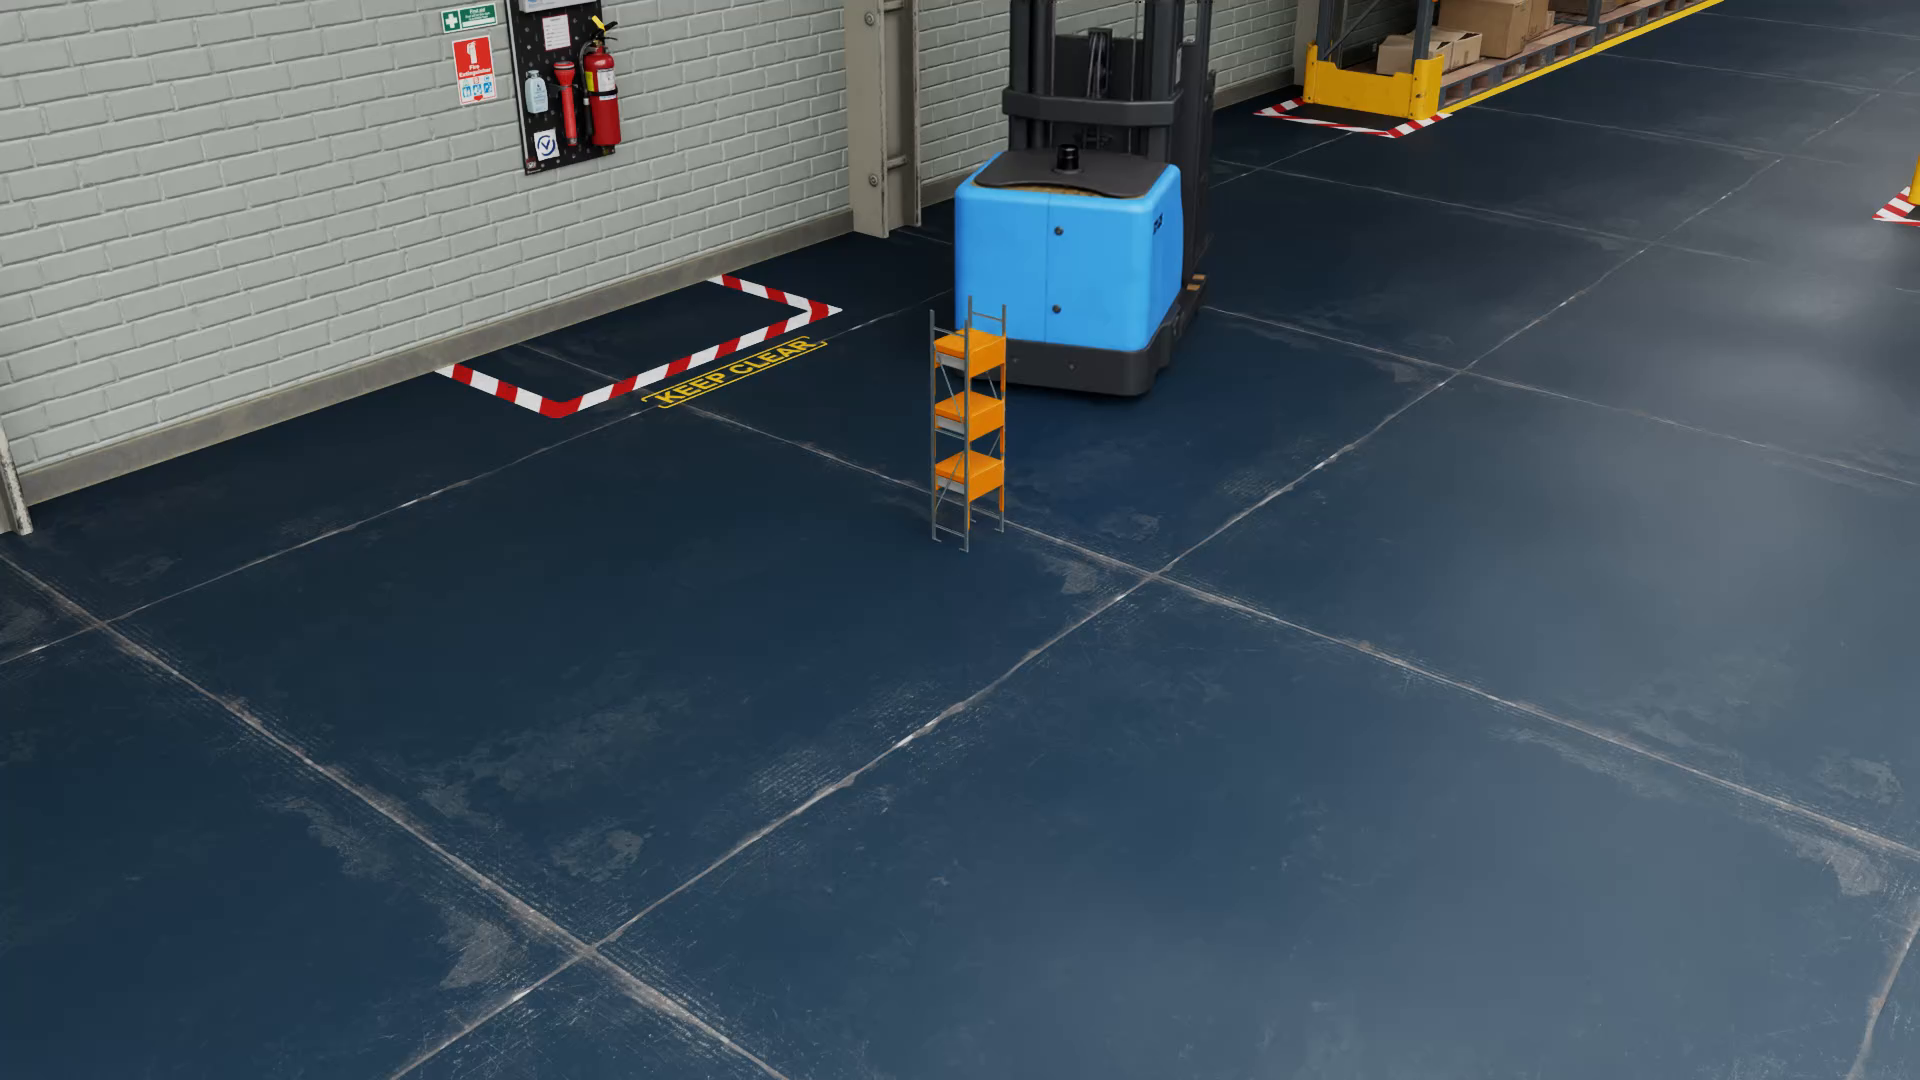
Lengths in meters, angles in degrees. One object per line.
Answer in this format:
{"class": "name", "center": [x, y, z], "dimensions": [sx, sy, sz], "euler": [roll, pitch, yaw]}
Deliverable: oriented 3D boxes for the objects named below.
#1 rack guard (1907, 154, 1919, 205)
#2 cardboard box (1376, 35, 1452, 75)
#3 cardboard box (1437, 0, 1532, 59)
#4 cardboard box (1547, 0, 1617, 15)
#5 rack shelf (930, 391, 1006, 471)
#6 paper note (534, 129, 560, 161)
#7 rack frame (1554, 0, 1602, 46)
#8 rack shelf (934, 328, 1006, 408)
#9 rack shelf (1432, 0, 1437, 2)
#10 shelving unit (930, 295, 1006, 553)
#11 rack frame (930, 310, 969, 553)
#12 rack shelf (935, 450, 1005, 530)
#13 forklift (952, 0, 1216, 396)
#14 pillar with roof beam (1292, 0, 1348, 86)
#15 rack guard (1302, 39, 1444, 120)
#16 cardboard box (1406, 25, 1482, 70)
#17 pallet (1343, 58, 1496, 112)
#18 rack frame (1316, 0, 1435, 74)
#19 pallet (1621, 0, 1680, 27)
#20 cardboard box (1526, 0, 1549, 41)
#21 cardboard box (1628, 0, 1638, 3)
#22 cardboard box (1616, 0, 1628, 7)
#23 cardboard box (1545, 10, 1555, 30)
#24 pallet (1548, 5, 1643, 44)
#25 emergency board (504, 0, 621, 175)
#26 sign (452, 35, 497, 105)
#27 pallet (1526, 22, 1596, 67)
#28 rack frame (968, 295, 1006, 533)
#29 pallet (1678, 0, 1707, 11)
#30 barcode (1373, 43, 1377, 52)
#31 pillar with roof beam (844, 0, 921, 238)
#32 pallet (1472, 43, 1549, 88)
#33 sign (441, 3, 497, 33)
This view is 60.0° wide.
{"class": "rack guard", "center": [7.343, -2.534, 11.605], "dimensions": [1.175, 0.500, 0.348], "euler": [21, 34, 34]}
{"class": "cardboard box", "center": [4.043, -4.320, 14.783], "dimensions": [0.500, 0.311, 0.500], "euler": [17, 32, 29]}
{"class": "cardboard box", "center": [4.910, -4.851, 15.605], "dimensions": [0.700, 0.500, 0.500], "euler": [18, 33, 31]}
{"class": "cardboard box", "center": [6.533, -5.869, 17.572], "dimensions": [0.700, 0.500, 0.500], "euler": [22, 35, 36]}
{"class": "rack shelf", "center": [0.034, -0.476, 7.050], "dimensions": [0.215, 0.259, 0.240], "euler": [21, 34, 34]}
{"class": "paper note", "center": [-2.273, -2.174, 9.147], "dimensions": [0.016, 0.148, 0.142], "euler": [21, 34, 34]}
{"class": "rack frame", "center": [6.077, -6.518, 16.584], "dimensions": [1.000, 3.000, 0.127], "euler": [21, 34, 34]}
{"class": "rack shelf", "center": [0.034, -0.728, 6.920], "dimensions": [0.215, 0.259, 0.240], "euler": [21, 34, 34]}
{"class": "rack shelf", "center": [4.805, -5.489, 15.379], "dimensions": [1.077, 0.370, 4.000], "euler": [21, 34, 34]}
{"class": "shelving unit", "center": [0.034, -0.485, 7.045], "dimensions": [0.215, 1.050, 0.252], "euler": [21, 34, 34]}
{"class": "rack frame", "center": [-0.044, -0.442, 6.962], "dimensions": [0.200, 1.050, 0.008], "euler": [21, 34, 34]}
{"class": "rack shelf", "center": [0.034, -0.229, 7.178], "dimensions": [0.215, 0.259, 0.240], "euler": [21, 34, 34]}
{"class": "forklift", "center": [0.879, -2.698, 9.276], "dimensions": [1.130, 2.935, 3.031], "euler": [8, 28, 15]}
{"class": "pillar with roof beam", "center": [6.633, -7.007, 11.001], "dimensions": [9.100, 9.000, 0.400], "euler": [21, 34, 34]}
{"class": "rack guard", "center": [3.581, -4.016, 14.469], "dimensions": [1.175, 0.500, 0.348], "euler": [21, 34, 34]}
{"class": "cardboard box", "center": [4.405, -4.522, 15.174], "dimensions": [0.500, 0.311, 0.500], "euler": [24, 36, 38]}
{"class": "pallet", "center": [4.125, -4.166, 15.073], "dimensions": [1.003, 0.211, 1.213], "euler": [21, 34, 34]}
{"class": "rack frame", "center": [3.533, -5.100, 13.843], "dimensions": [1.000, 3.000, 0.127], "euler": [21, 34, 34]}
{"class": "pallet", "center": [7.347, -5.990, 18.599], "dimensions": [1.003, 0.211, 1.213], "euler": [21, 34, 34]}
{"class": "cardboard box", "center": [5.448, -5.223, 16.324], "dimensions": [0.500, 0.500, 0.500], "euler": [18, 32, 31]}
{"class": "cardboard box", "center": [7.178, -6.236, 18.281], "dimensions": [0.700, 0.500, 0.500], "euler": [21, 34, 35]}
{"class": "cardboard box", "center": [6.823, -6.067, 17.954], "dimensions": [0.700, 0.500, 0.500], "euler": [20, 33, 33]}
{"class": "cardboard box", "center": [5.760, -5.256, 16.751], "dimensions": [0.380, 0.166, 0.250], "euler": [16, 31, 28]}
{"class": "pallet", "center": [6.571, -5.556, 17.760], "dimensions": [1.003, 0.211, 1.213], "euler": [21, 34, 34]}
{"class": "emergency board", "center": [-2.107, -2.608, 9.027], "dimensions": [0.194, 1.169, 0.643], "euler": [21, 34, 34]}
{"class": "sign", "center": [-2.538, -2.458, 8.698], "dimensions": [0.001, 0.329, 0.234], "euler": [21, 34, 34]}
{"class": "pallet", "center": [5.677, -5.031, 16.745], "dimensions": [1.003, 0.211, 1.213], "euler": [21, 34, 34]}
{"class": "rack frame", "center": [0.112, -0.529, 7.129], "dimensions": [0.200, 1.050, 0.008], "euler": [21, 34, 34]}
{"class": "pallet", "center": [8.123, -6.421, 19.432], "dimensions": [1.003, 0.211, 1.213], "euler": [21, 34, 34]}
{"class": "barcode", "center": [3.746, -4.447, 15.019], "dimensions": [0.001, 0.075, 0.075], "euler": [21, 34, 34]}
{"class": "pillar with roof beam", "center": [2.816, -4.880, 6.889], "dimensions": [9.100, 9.000, 0.400], "euler": [21, 34, 34]}
{"class": "pallet", "center": [4.902, -4.596, 15.905], "dimensions": [1.003, 0.211, 1.213], "euler": [21, 34, 34]}
{"class": "sign", "center": [-2.528, -2.693, 8.575], "dimensions": [0.001, 0.109, 0.331], "euler": [21, 34, 34]}
